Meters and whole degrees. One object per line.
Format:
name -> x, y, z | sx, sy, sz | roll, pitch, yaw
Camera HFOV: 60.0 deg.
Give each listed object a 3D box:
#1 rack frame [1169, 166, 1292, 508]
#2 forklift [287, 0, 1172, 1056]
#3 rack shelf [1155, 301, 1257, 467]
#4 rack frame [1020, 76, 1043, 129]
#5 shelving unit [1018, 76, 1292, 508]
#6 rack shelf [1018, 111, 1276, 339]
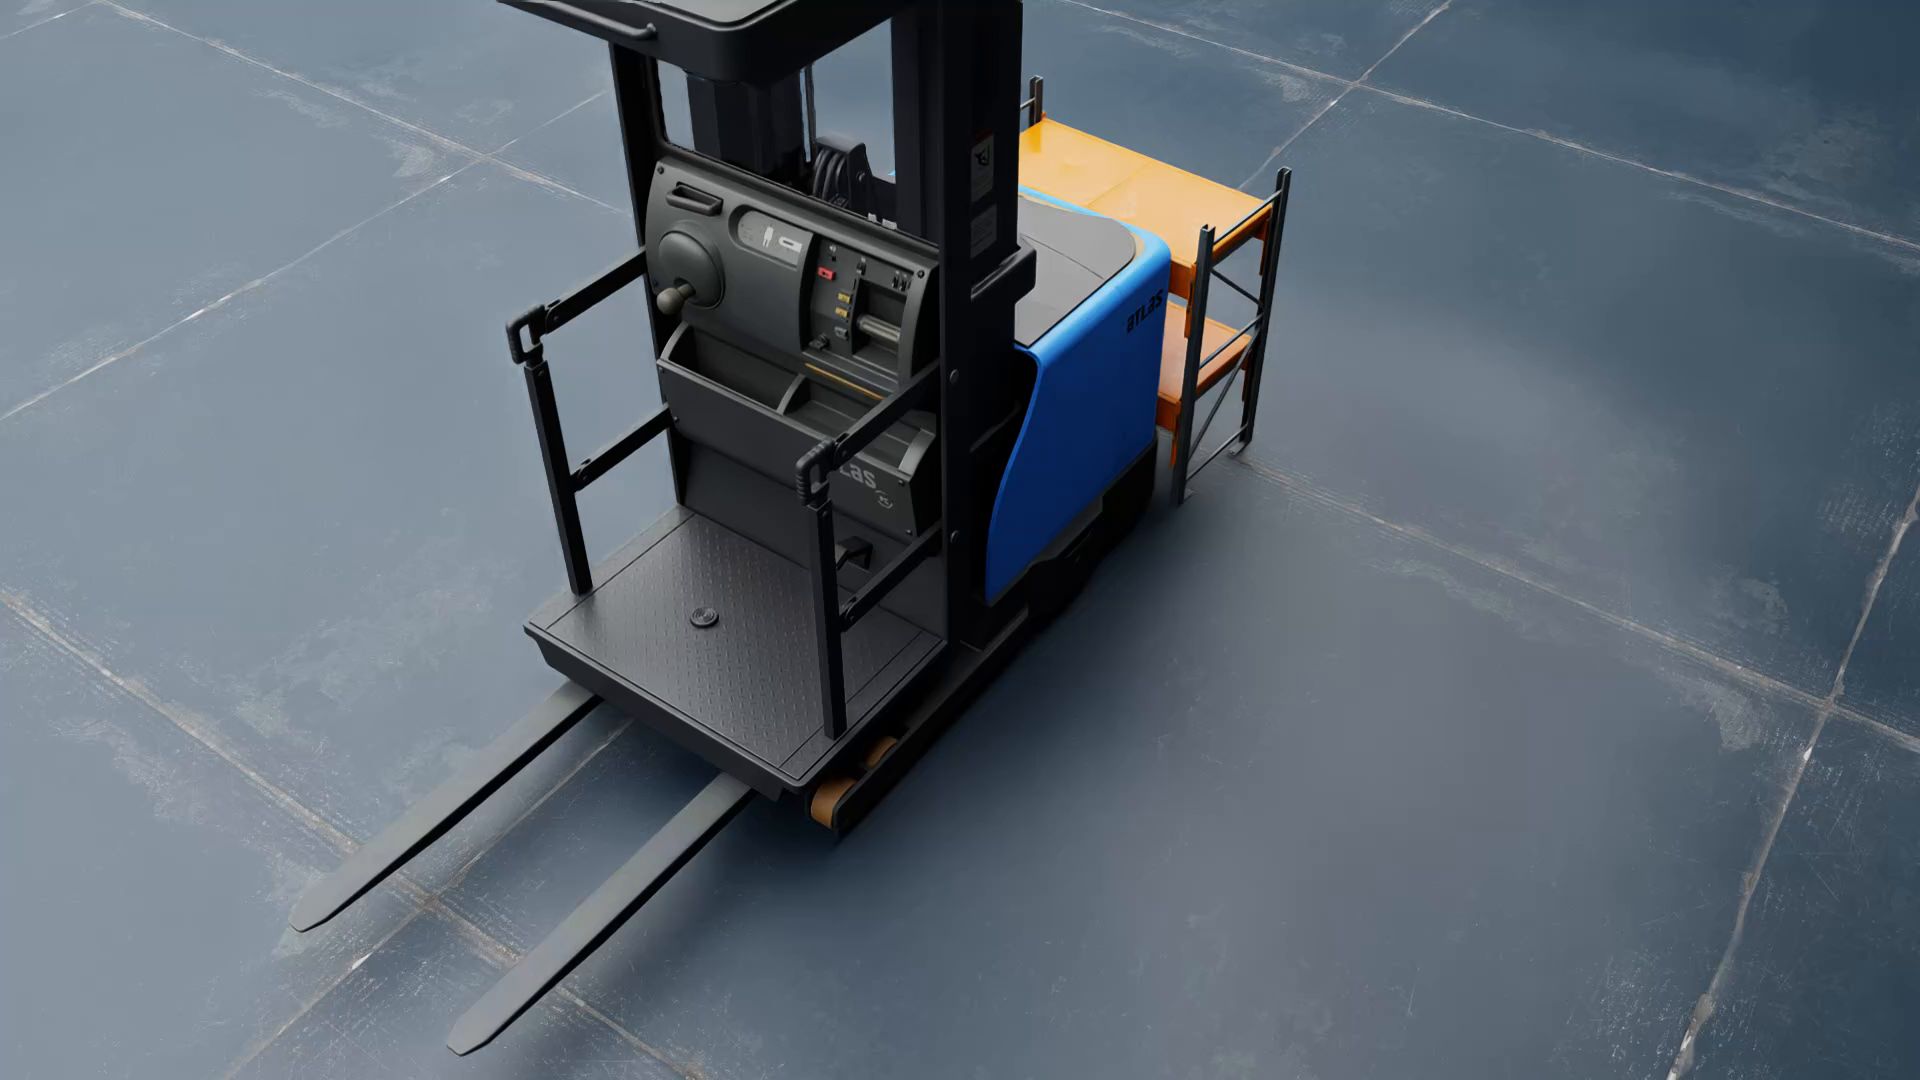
rack frame -> 0.912, -0.667, 5.652 | 0.032, 1.125, 0.500 | 29, 49, 28
forklift -> -0.591, -0.626, 4.251 | 1.130, 2.935, 3.031 | 26, 48, 26
rack shelf -> 0.519, -0.700, 6.055 | 1.000, 0.278, 0.538 | 29, 49, 28
rack frame -> 0.126, -1.097, 6.132 | 0.032, 1.125, 0.500 | 29, 49, 28
shelving unit -> 0.519, -0.882, 5.892 | 1.048, 1.125, 0.538 | 29, 49, 28
rack shelf -> 0.519, -1.100, 5.697 | 1.000, 0.278, 0.538 | 29, 49, 28
